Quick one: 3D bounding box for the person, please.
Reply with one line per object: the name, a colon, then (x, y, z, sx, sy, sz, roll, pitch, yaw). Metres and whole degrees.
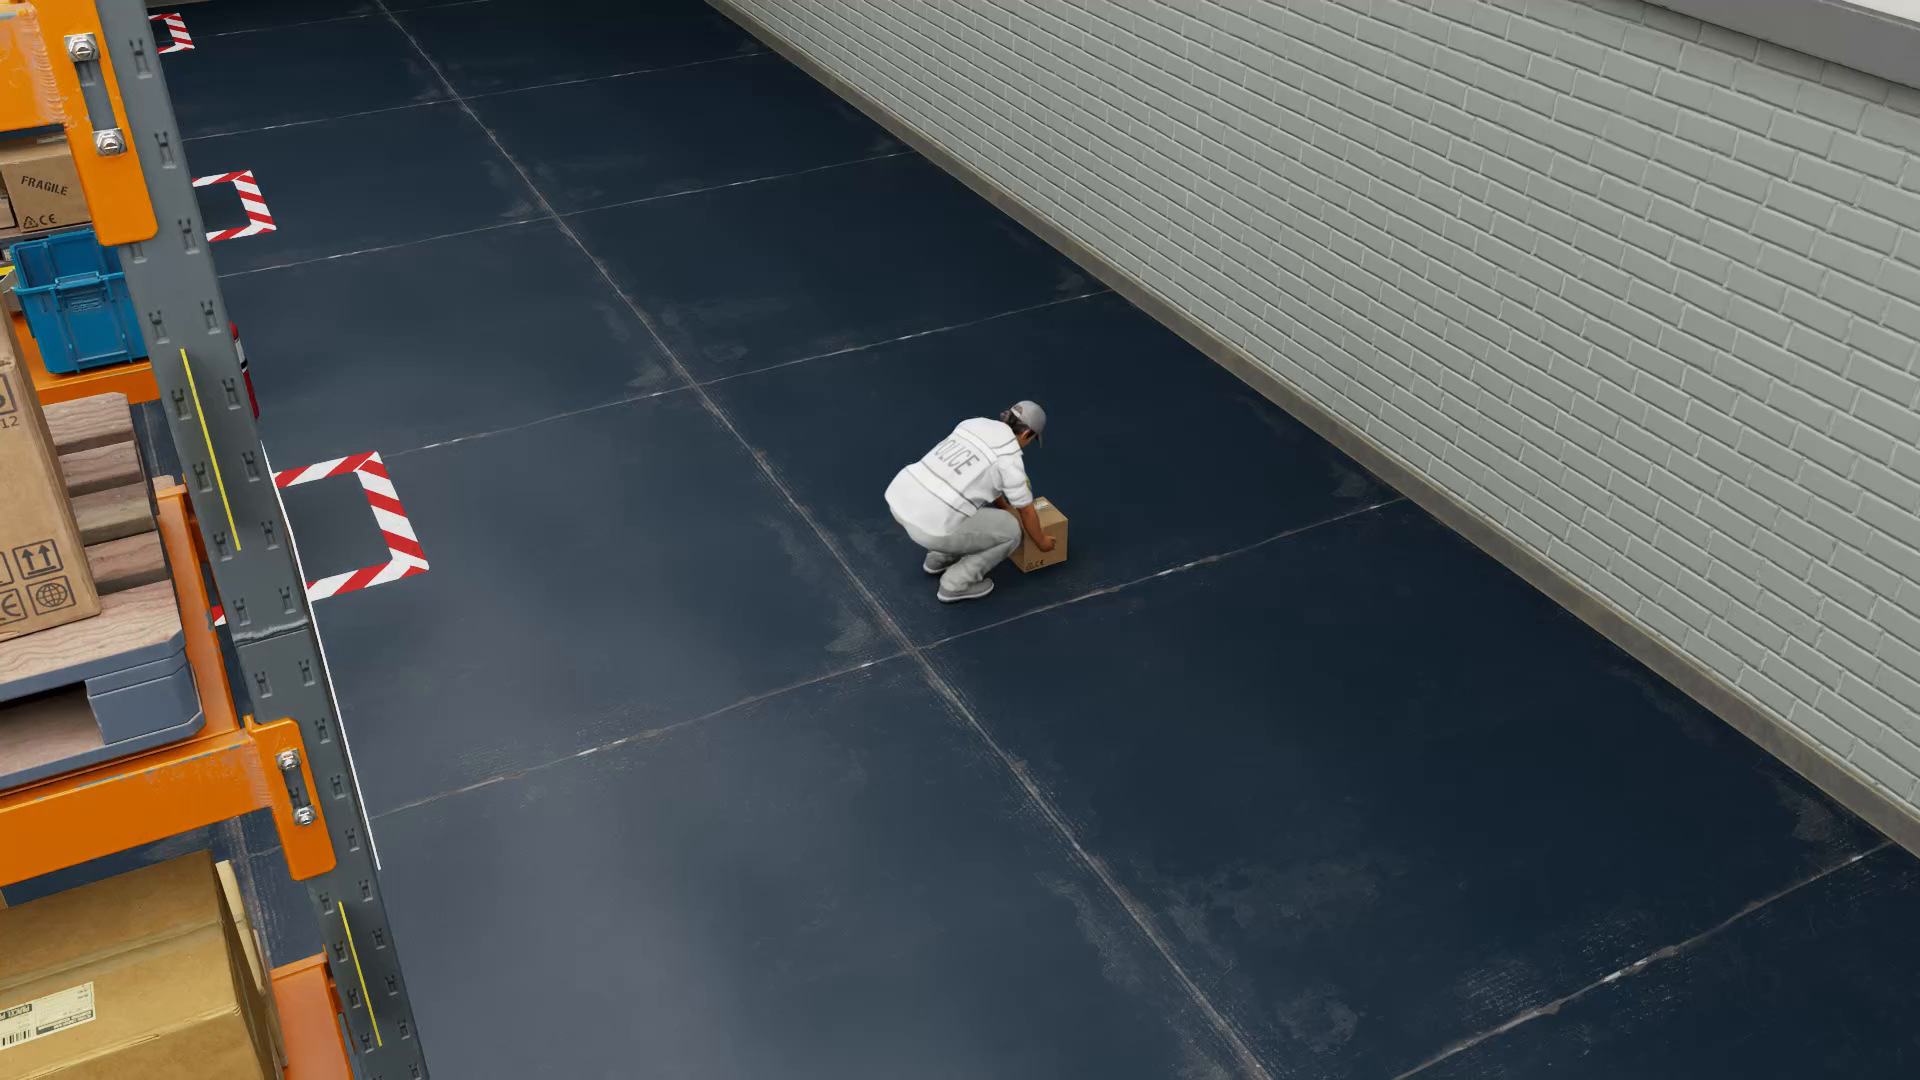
person: (0.059, -0.195, 8.164, 0.861, 0.875, 0.525, -16, 37, -23)
